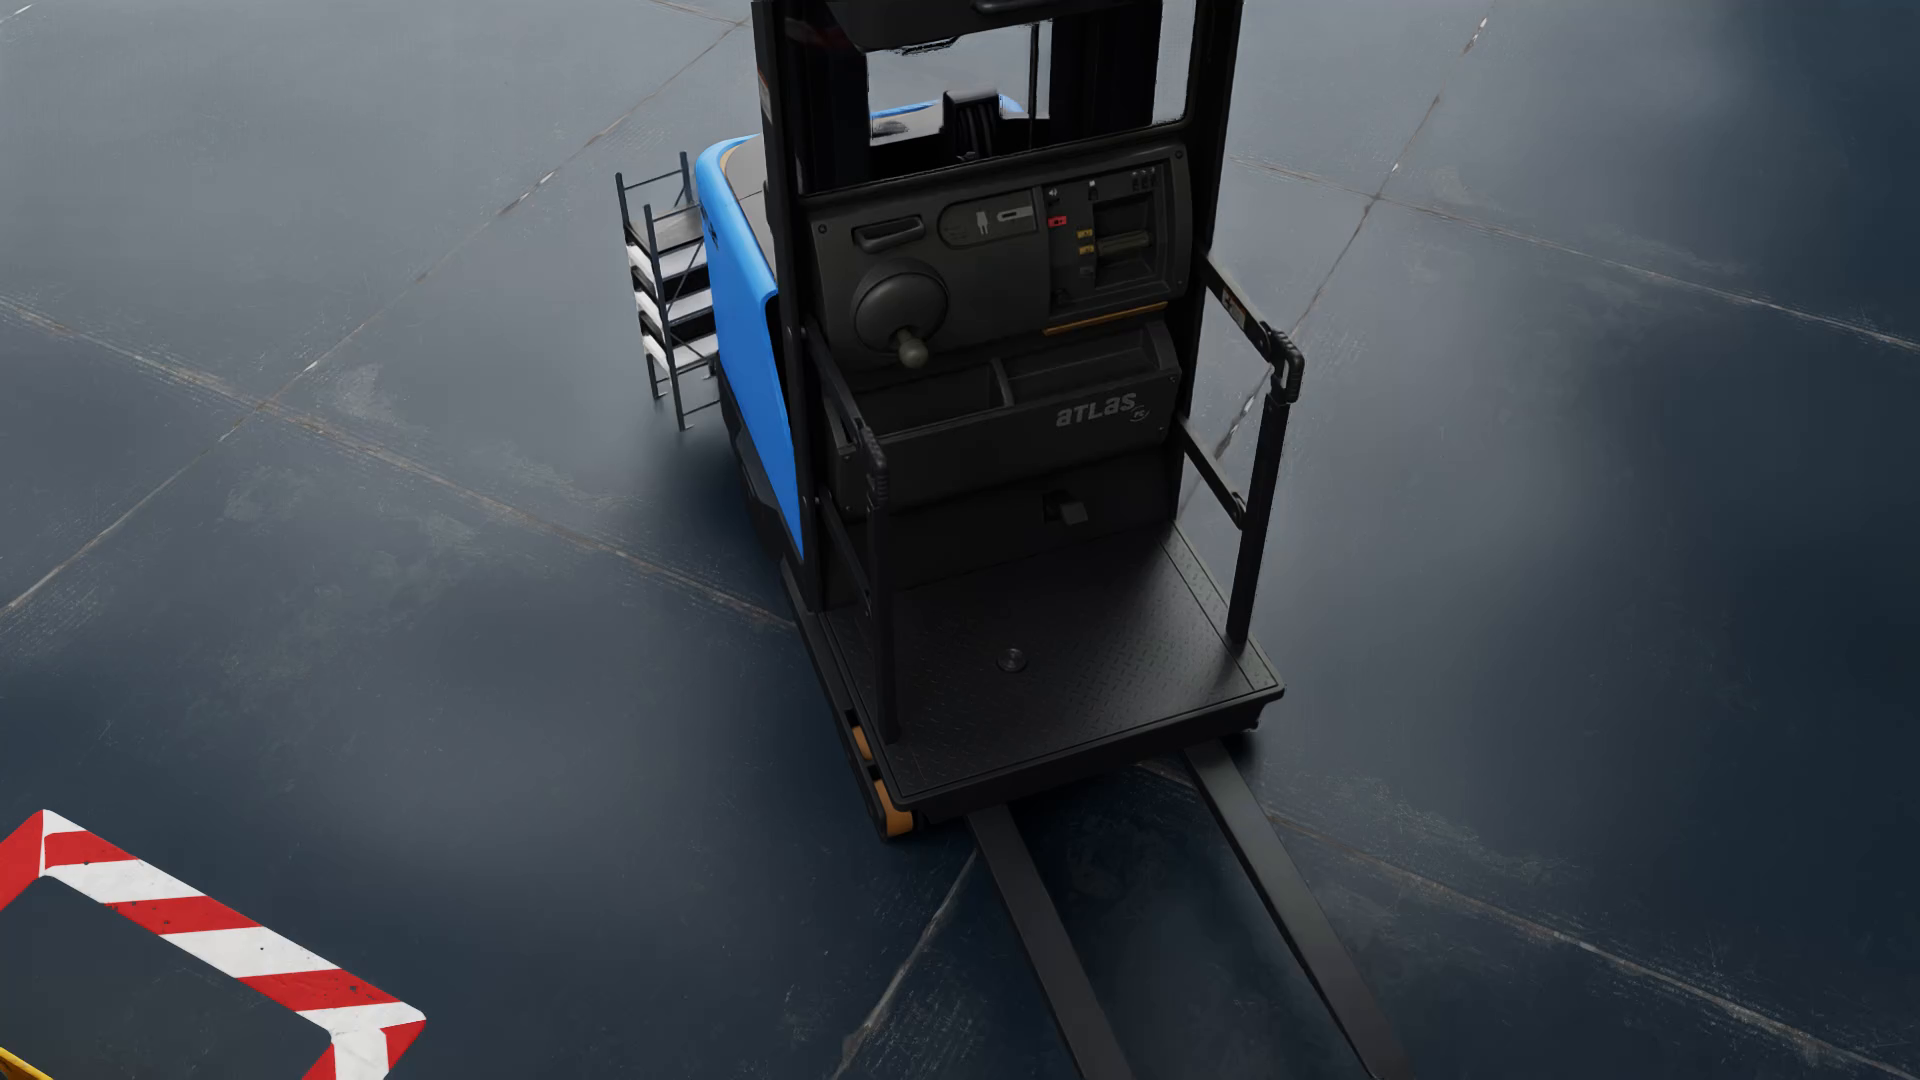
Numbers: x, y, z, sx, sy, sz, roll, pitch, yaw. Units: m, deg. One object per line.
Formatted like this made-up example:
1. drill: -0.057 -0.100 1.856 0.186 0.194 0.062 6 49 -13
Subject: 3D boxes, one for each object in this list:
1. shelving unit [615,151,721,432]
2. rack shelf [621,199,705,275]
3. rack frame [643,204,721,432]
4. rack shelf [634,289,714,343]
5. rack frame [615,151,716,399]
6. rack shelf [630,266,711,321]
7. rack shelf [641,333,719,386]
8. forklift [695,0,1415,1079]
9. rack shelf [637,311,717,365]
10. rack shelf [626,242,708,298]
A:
1. shelving unit: -0.901 -0.790 5.398 0.258 0.900 0.210 -25 50 -22
2. rack shelf: -0.901 -0.956 5.229 0.258 0.077 0.200 -25 50 -22
3. rack frame: -0.846 -0.729 5.338 0.240 0.900 0.006 -25 50 -22
4. rack shelf: -0.901 -0.766 5.421 0.258 0.077 0.200 -25 50 -22
5. rack frame: -0.956 -0.850 5.458 0.240 0.900 0.006 -25 50 -22
6. rack shelf: -0.901 -0.829 5.357 0.258 0.077 0.200 -25 50 -22
7. rack shelf: -0.901 -0.640 5.549 0.258 0.077 0.200 -25 50 -22
8. forklift: 0.189 -0.574 3.757 1.130 2.935 3.031 -15 47 -14
9. rack shelf: -0.901 -0.703 5.485 0.258 0.077 0.200 -25 50 -22
10. rack shelf: -0.901 -0.893 5.293 0.258 0.077 0.200 -25 50 -22
